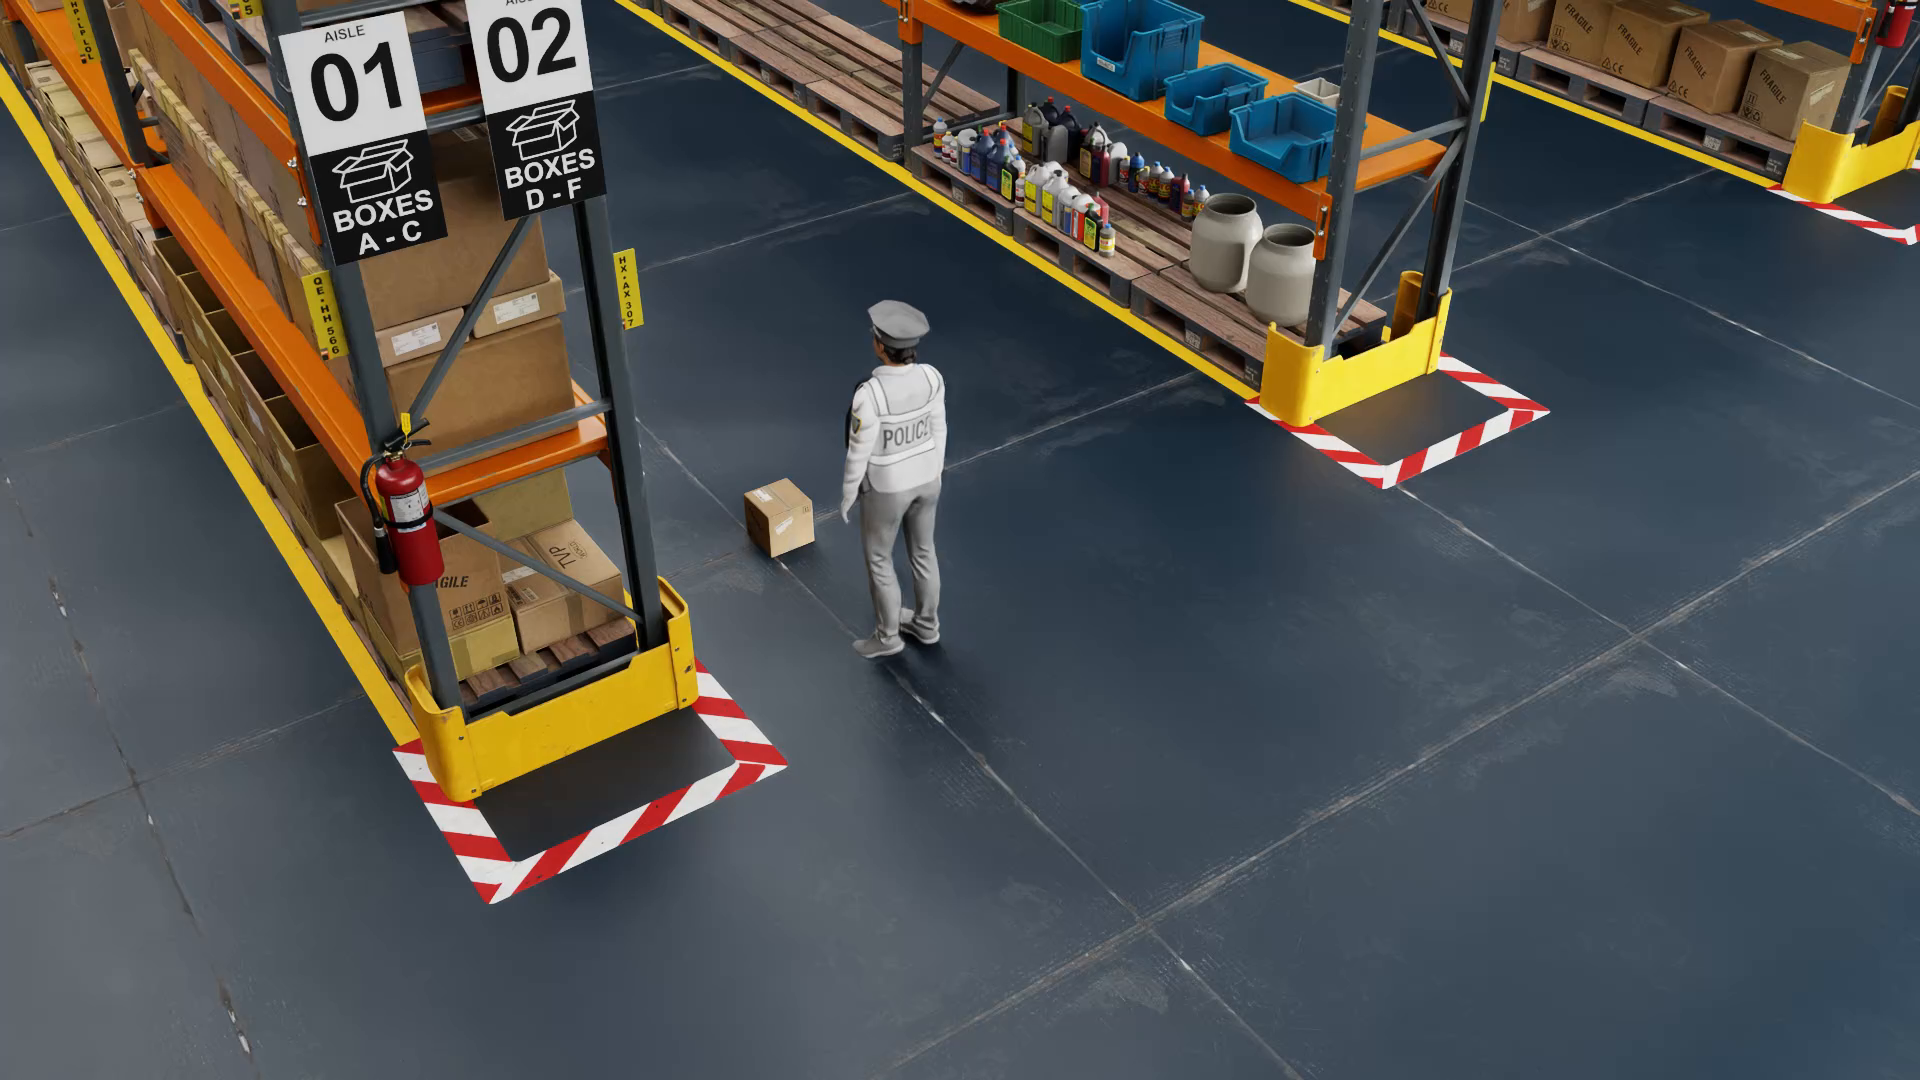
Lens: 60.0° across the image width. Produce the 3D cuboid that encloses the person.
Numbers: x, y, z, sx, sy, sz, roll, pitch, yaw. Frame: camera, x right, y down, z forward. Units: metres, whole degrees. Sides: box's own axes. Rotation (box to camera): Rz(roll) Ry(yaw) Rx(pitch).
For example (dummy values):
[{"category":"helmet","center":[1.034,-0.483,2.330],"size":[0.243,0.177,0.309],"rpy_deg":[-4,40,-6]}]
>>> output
[{"category":"person","center":[-0.279,-0.214,7.297],"size":[0.512,1.731,0.354],"rpy_deg":[-22,42,-27]}]
